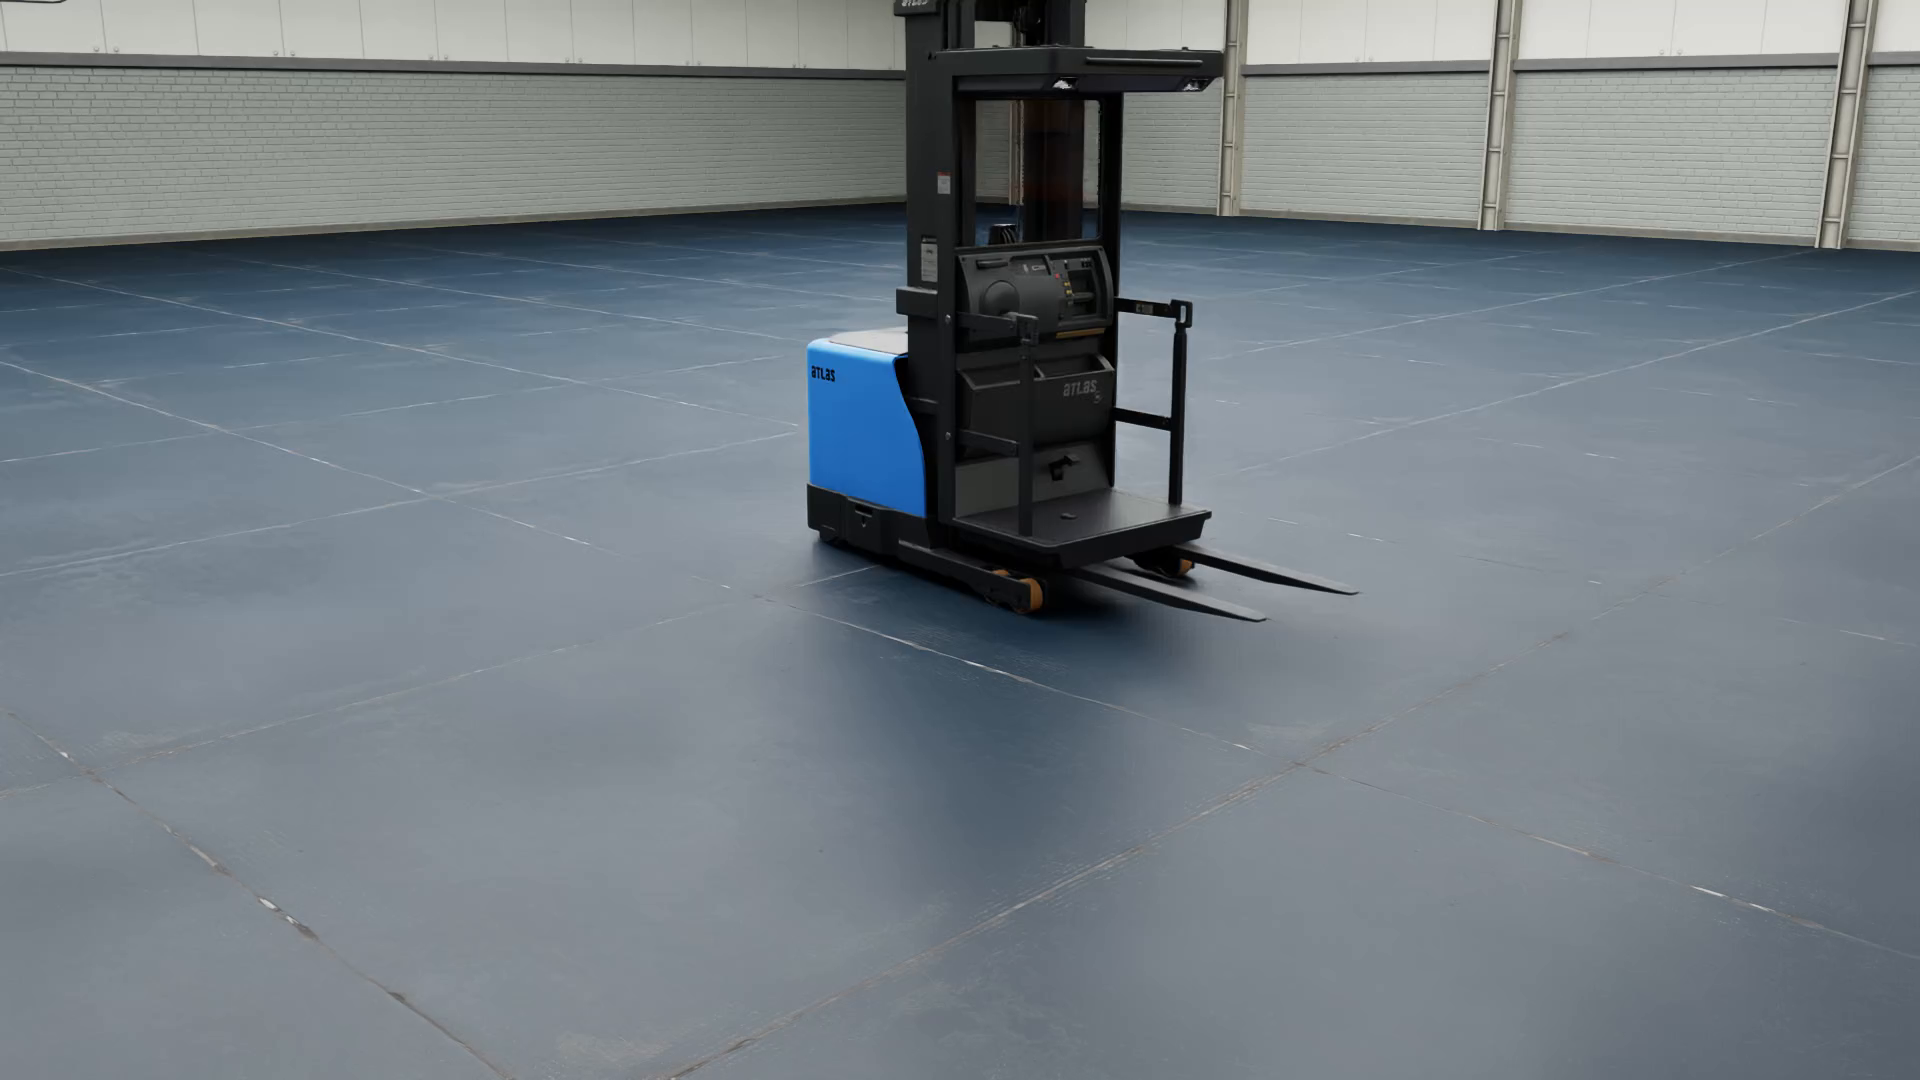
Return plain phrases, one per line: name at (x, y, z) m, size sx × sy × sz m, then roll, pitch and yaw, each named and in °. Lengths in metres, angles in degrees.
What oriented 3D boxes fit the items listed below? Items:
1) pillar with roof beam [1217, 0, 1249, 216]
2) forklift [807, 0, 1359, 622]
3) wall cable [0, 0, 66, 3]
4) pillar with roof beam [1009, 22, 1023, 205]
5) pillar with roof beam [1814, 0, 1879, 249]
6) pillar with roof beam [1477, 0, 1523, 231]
pillar with roof beam at (2.742, -10.499, 31.381) m, size 0.400 × 9.000 × 9.100 m, roll 14°, pitch 20°, yaw 42°
forklift at (0.508, -1.220, 7.803) m, size 1.130 × 2.935 × 3.031 m, roll -12°, pitch 19°, yaw -38°
wall cable at (-15.055, -10.735, 25.540) m, size 0.169 × 6.003 × 2.305 m, roll 14°, pitch 20°, yaw 42°
pillar with roof beam at (-1.577, -11.549, 35.411) m, size 0.400 × 9.000 × 9.100 m, roll 14°, pitch 20°, yaw 42°
pillar with roof beam at (11.381, -8.399, 23.320) m, size 0.400 × 9.000 × 9.100 m, roll 14°, pitch 20°, yaw 42°
pillar with roof beam at (7.061, -9.449, 27.350) m, size 0.400 × 9.000 × 9.100 m, roll 14°, pitch 20°, yaw 42°
